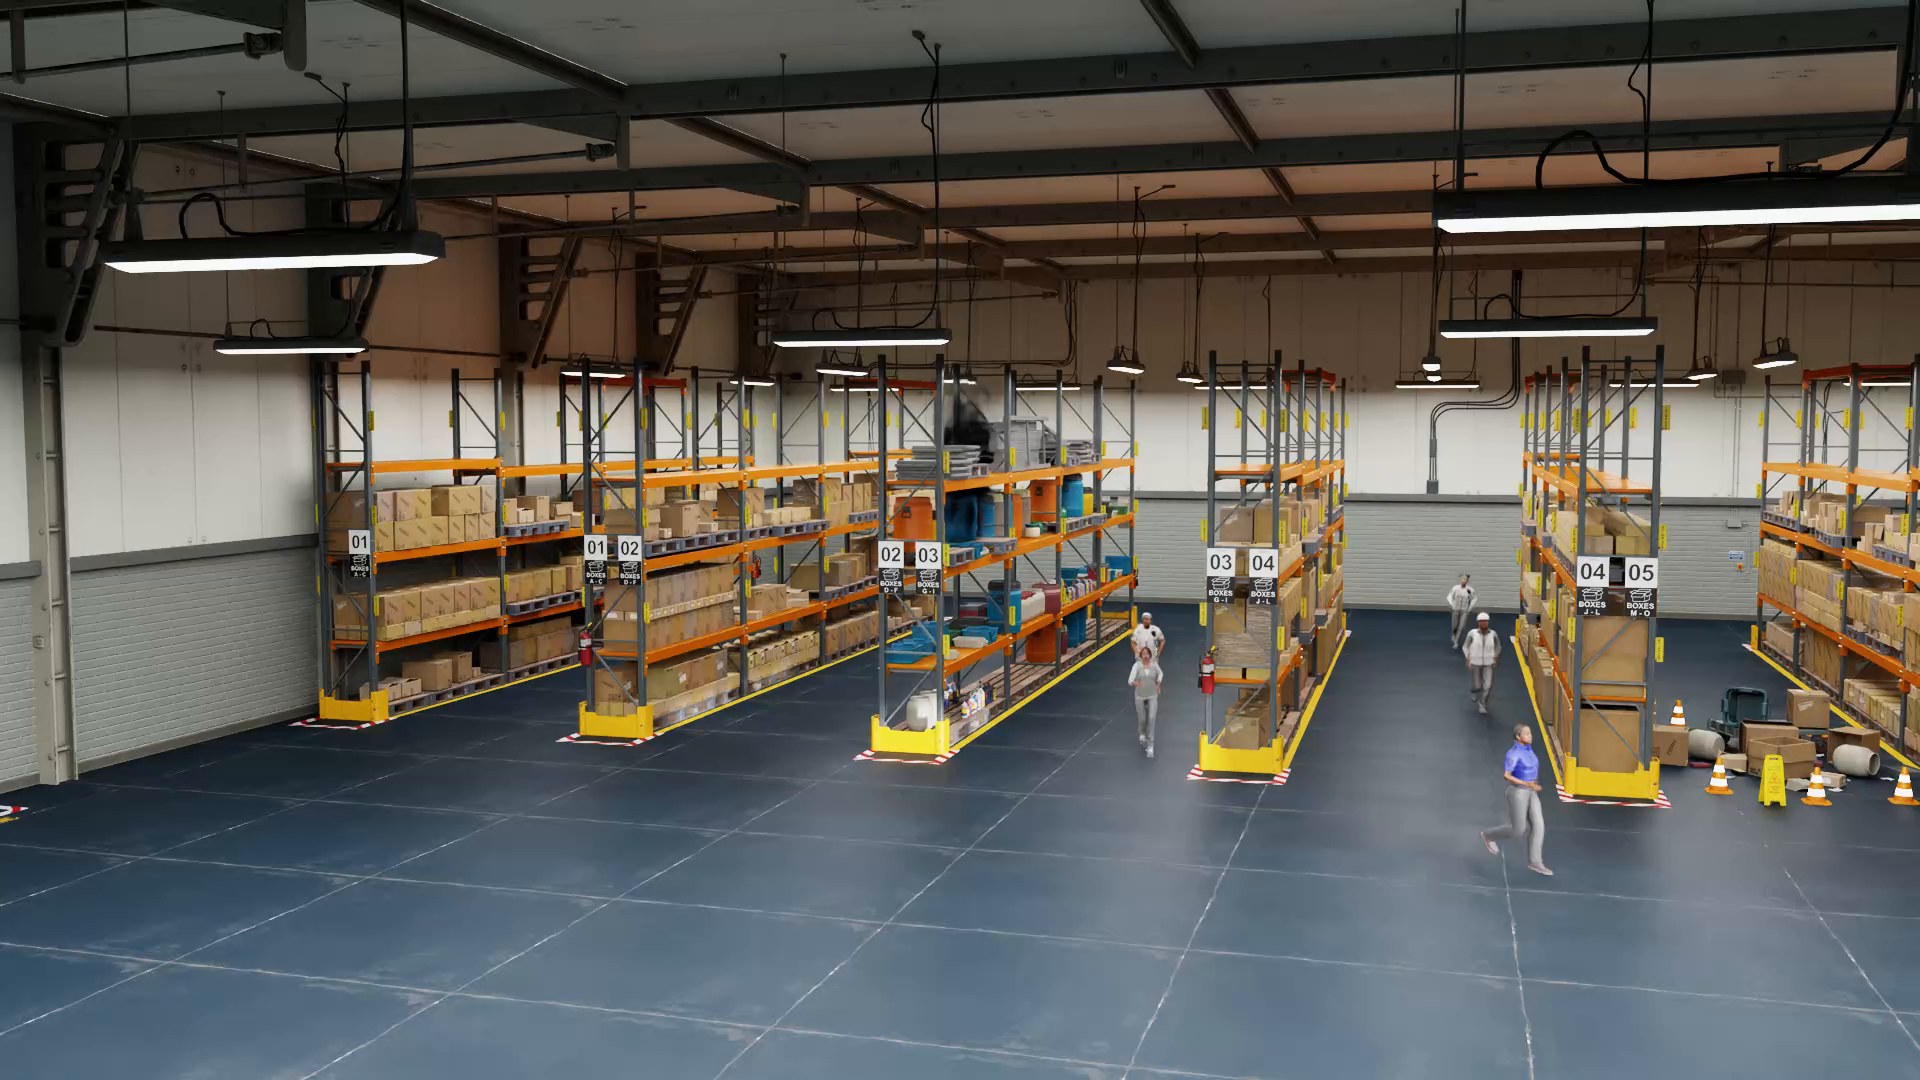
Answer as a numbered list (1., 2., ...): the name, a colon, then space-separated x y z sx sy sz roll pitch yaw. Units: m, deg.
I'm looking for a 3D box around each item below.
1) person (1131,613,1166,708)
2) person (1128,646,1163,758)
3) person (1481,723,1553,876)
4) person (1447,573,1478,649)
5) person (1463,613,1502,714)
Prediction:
1. person: 3.326 2.099 29.400 0.612 1.660 0.740 1 4 10
2. person: 2.799 2.401 25.077 0.534 1.616 0.863 0 4 3
3. person: 6.249 2.907 18.565 0.579 1.557 0.851 -3 5 -40
4. person: 11.111 1.555 36.797 0.637 1.669 0.707 1 4 19
5. person: 8.993 2.101 28.660 0.647 1.727 0.637 1 4 10
